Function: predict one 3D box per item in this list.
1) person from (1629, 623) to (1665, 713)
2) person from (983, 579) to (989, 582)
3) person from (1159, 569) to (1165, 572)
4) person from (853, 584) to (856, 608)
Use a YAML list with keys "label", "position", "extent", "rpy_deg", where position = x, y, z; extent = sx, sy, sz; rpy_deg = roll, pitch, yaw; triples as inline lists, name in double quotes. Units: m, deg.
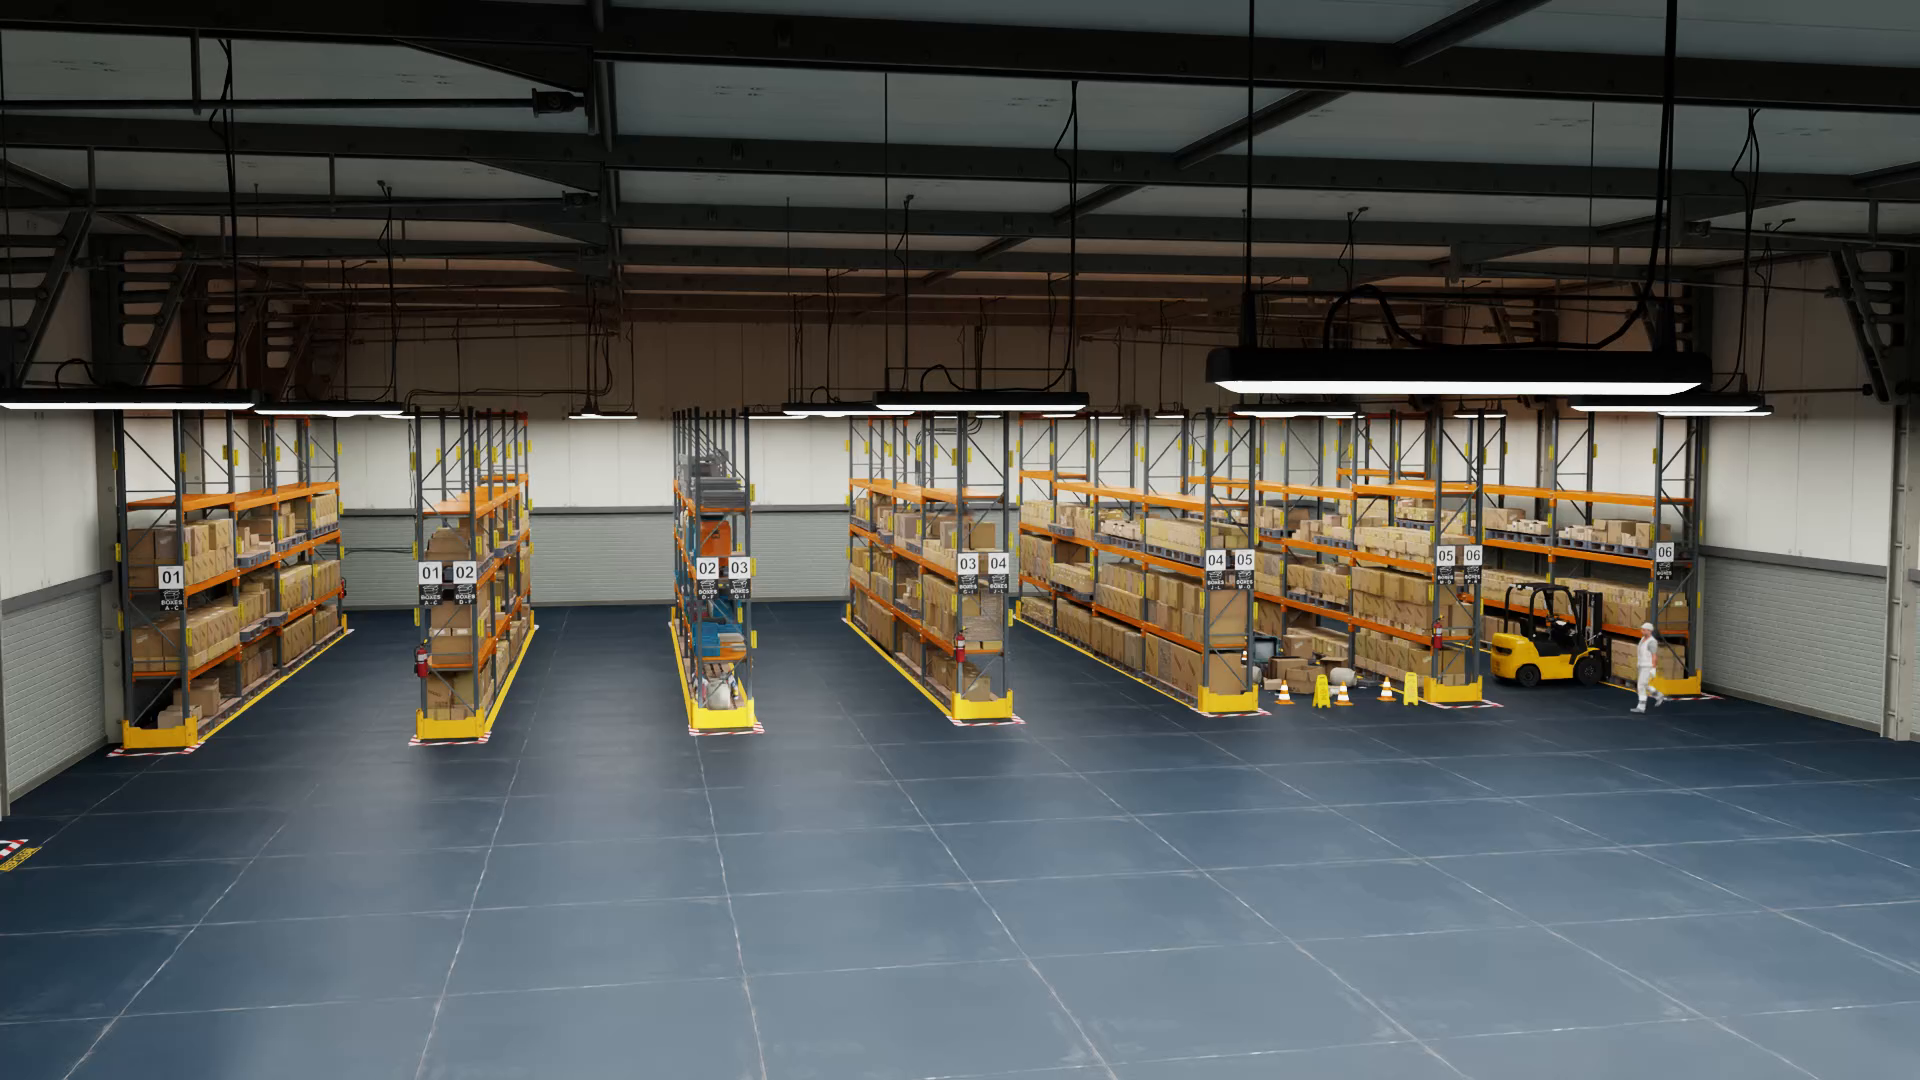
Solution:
- label: "person"
  position: [13.553, 2.504, 32.697]
  extent: [0.824, 1.771, 0.551]
  rpy_deg: [-1, 4, -8]
- label: "person"
  position: [0.752, 1.523, 47.641]
  extent: [0.688, 1.631, 0.719]
  rpy_deg: [0, 4, -1]
- label: "person"
  position: [5.644, 1.637, 45.852]
  extent: [0.541, 1.654, 0.507]
  rpy_deg: [-1, 4, -10]
- label: "person"
  position: [-2.978, 1.453, 48.867]
  extent: [0.554, 1.703, 0.586]
  rpy_deg: [0, 4, 0]
